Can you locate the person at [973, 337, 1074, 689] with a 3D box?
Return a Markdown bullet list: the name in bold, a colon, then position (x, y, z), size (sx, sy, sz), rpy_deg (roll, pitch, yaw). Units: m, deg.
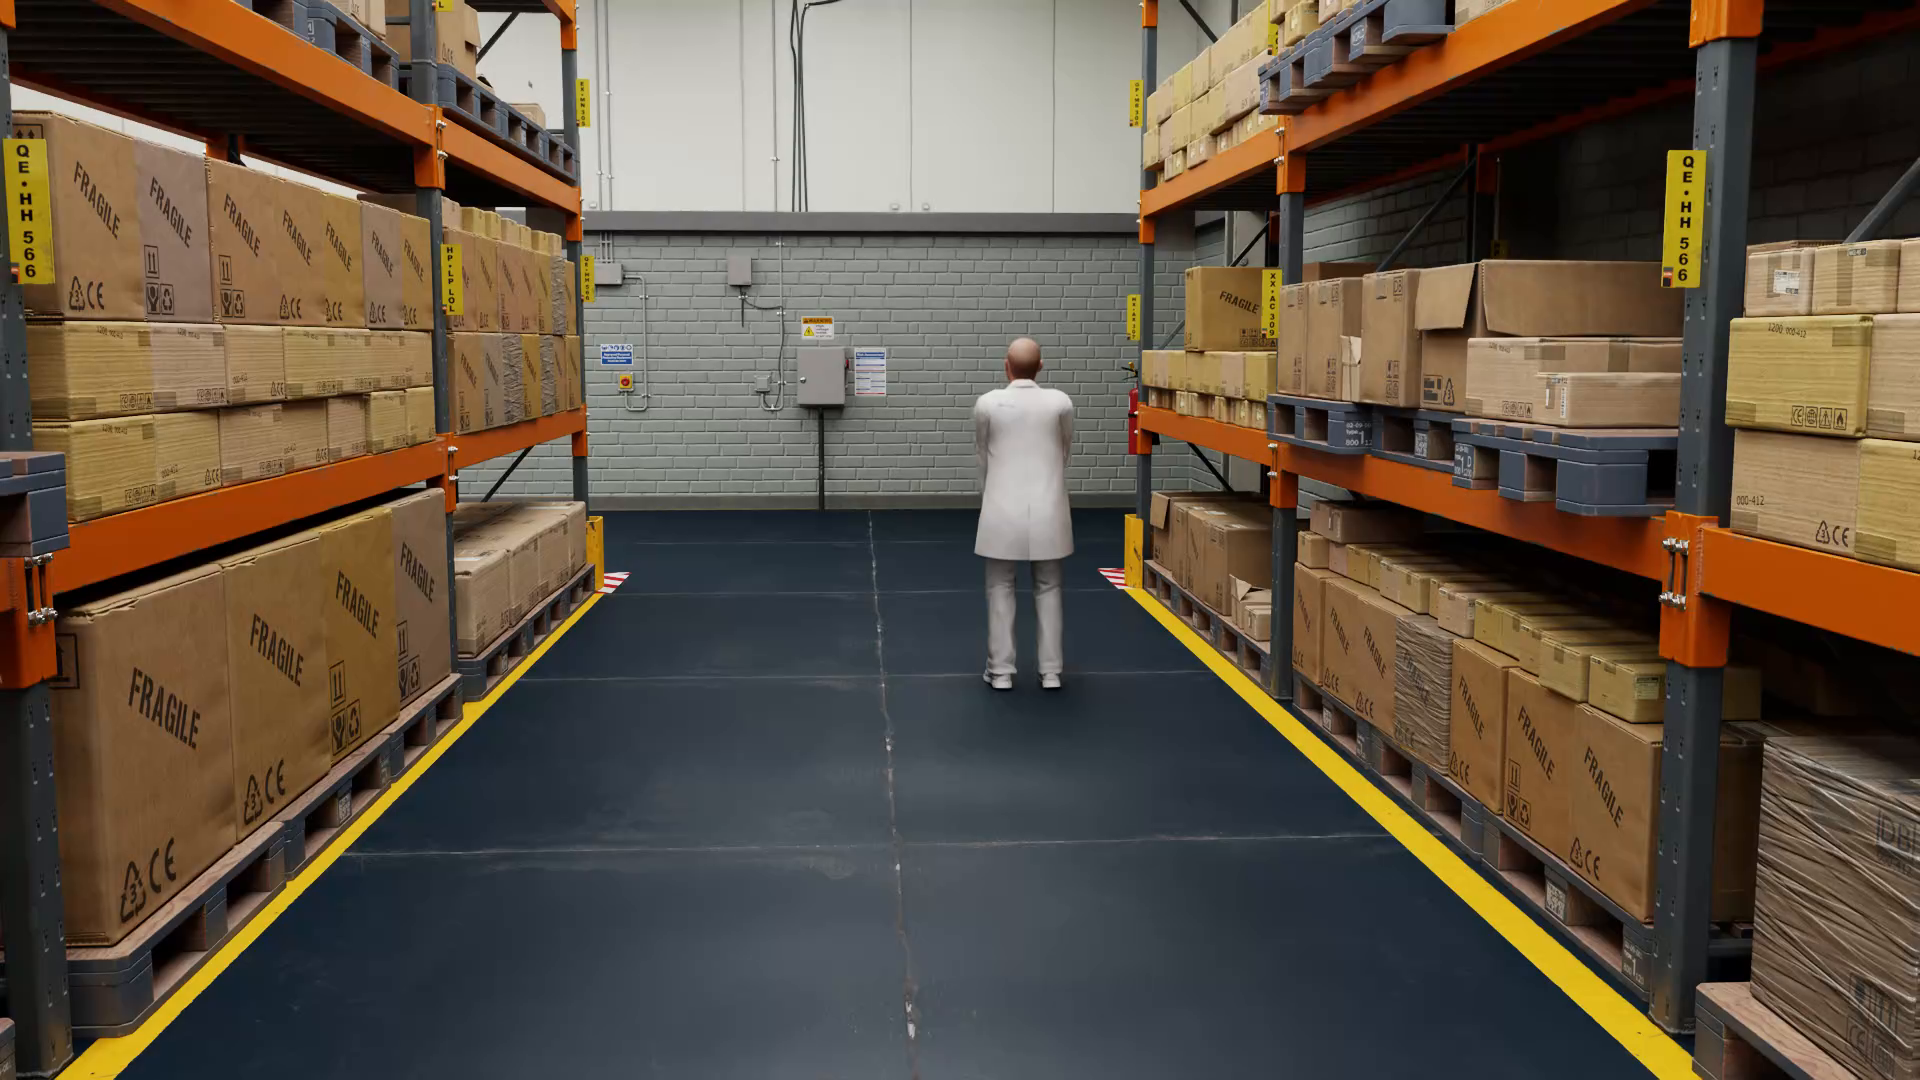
- **person**: position (0.319, -0.146, 8.557), size (0.525, 1.779, 0.554), rpy_deg (0, 7, -4)
